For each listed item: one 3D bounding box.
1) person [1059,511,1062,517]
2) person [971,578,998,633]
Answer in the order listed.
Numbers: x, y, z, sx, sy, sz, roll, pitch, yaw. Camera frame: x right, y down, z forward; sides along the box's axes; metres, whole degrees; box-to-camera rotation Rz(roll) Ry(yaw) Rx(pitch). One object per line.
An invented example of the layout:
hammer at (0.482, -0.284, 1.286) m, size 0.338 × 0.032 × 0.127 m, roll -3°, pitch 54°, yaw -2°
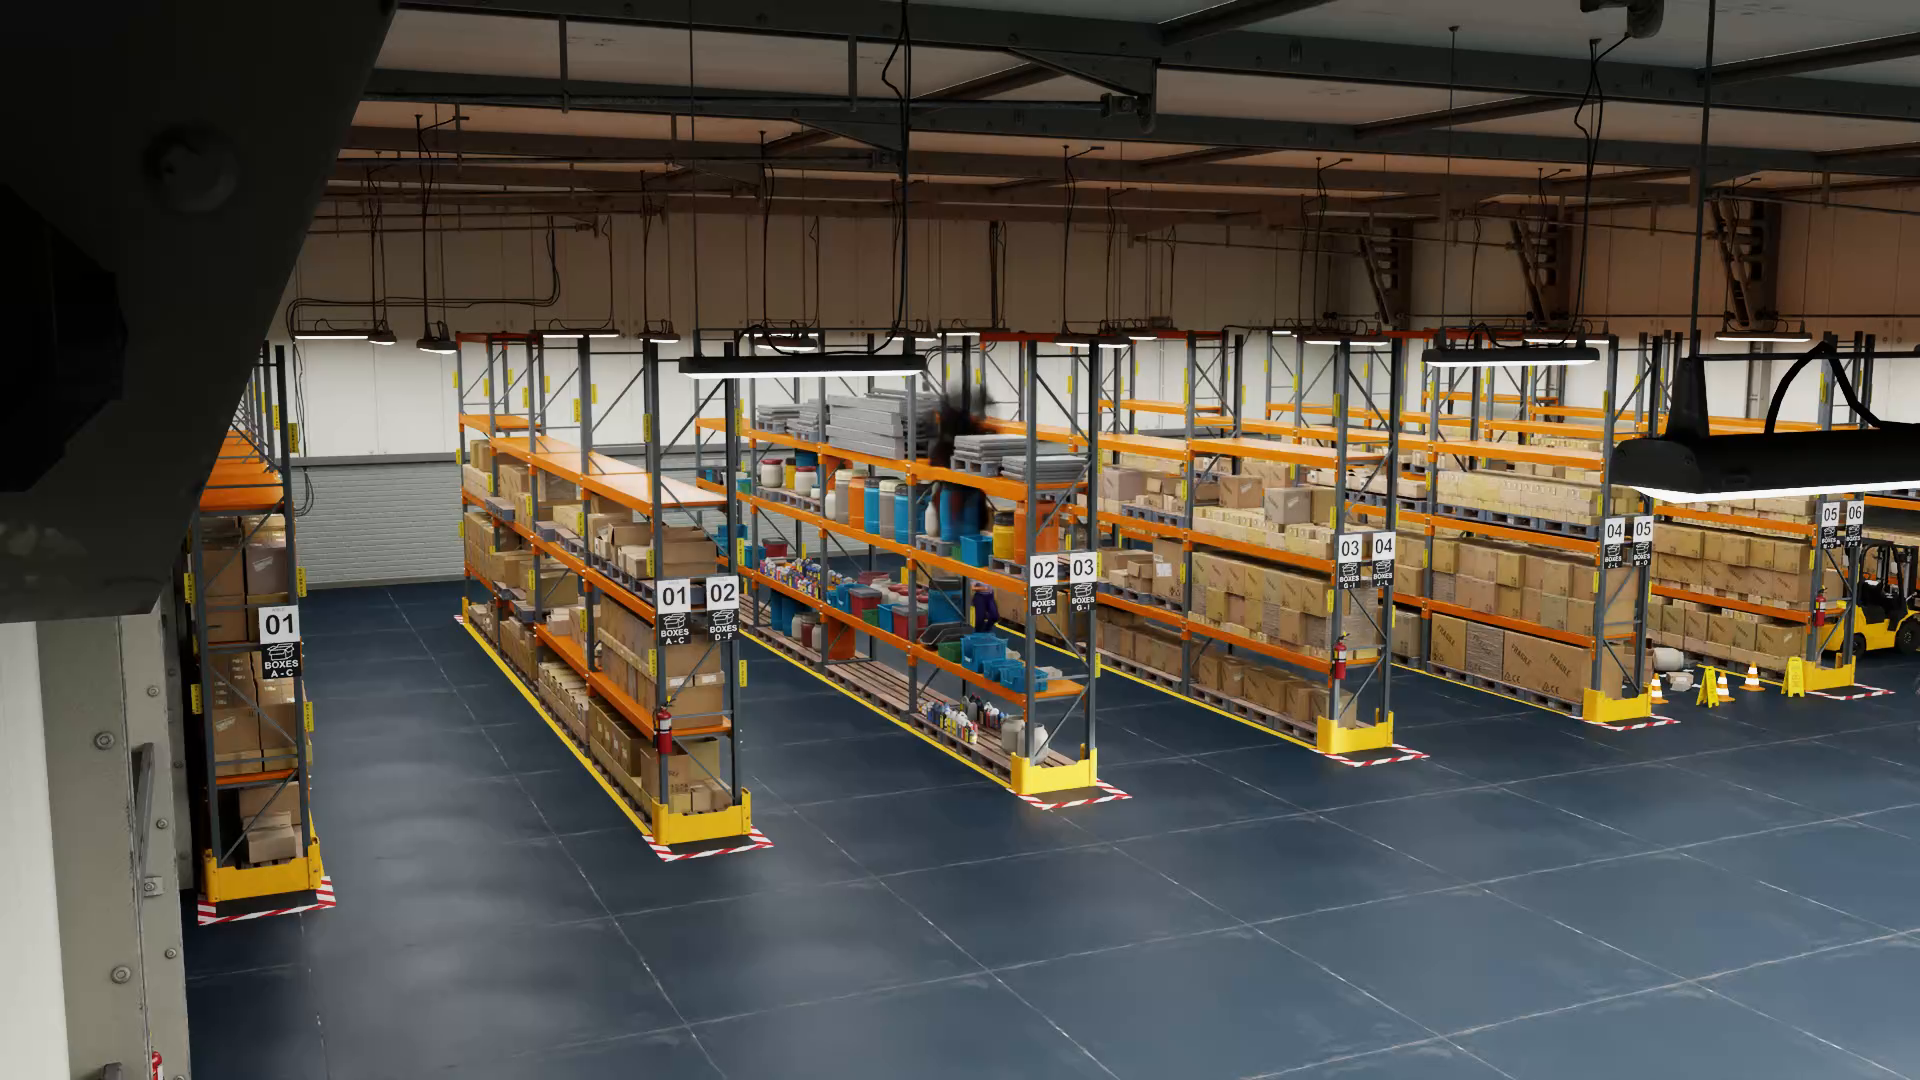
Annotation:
person at (2.392, -0.025, 41.314) m, size 0.507 × 1.617 × 0.630 m, roll -7°, pitch 10°, yaw -41°
person at (0.498, 1.186, 32.319) m, size 0.587 × 1.629 × 0.610 m, roll -4°, pitch 9°, yaw -27°
